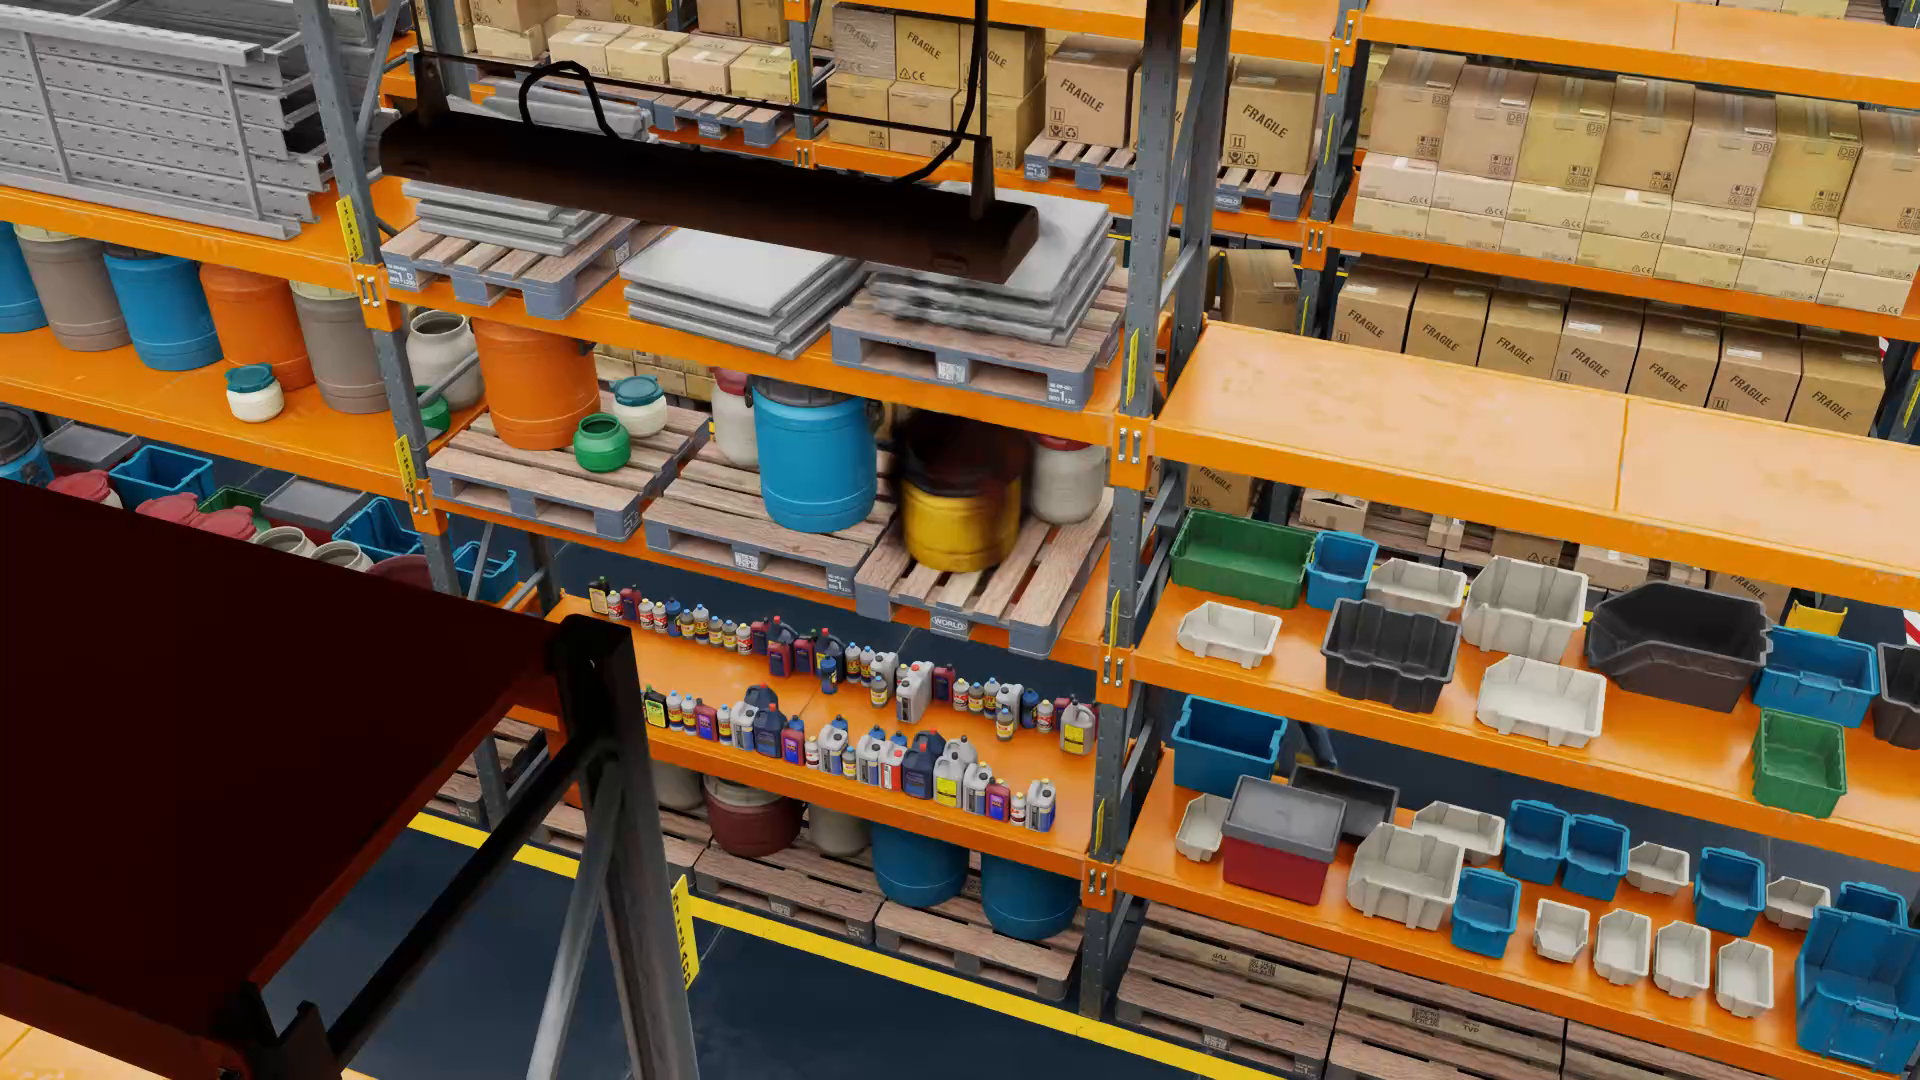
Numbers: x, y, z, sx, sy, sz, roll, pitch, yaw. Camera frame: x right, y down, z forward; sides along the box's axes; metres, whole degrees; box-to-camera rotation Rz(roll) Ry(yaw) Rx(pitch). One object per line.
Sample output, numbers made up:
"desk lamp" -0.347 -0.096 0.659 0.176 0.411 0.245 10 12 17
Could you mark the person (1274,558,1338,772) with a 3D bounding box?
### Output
"person" 2.157 0.875 10.765 0.751 1.841 0.708 19 40 24
